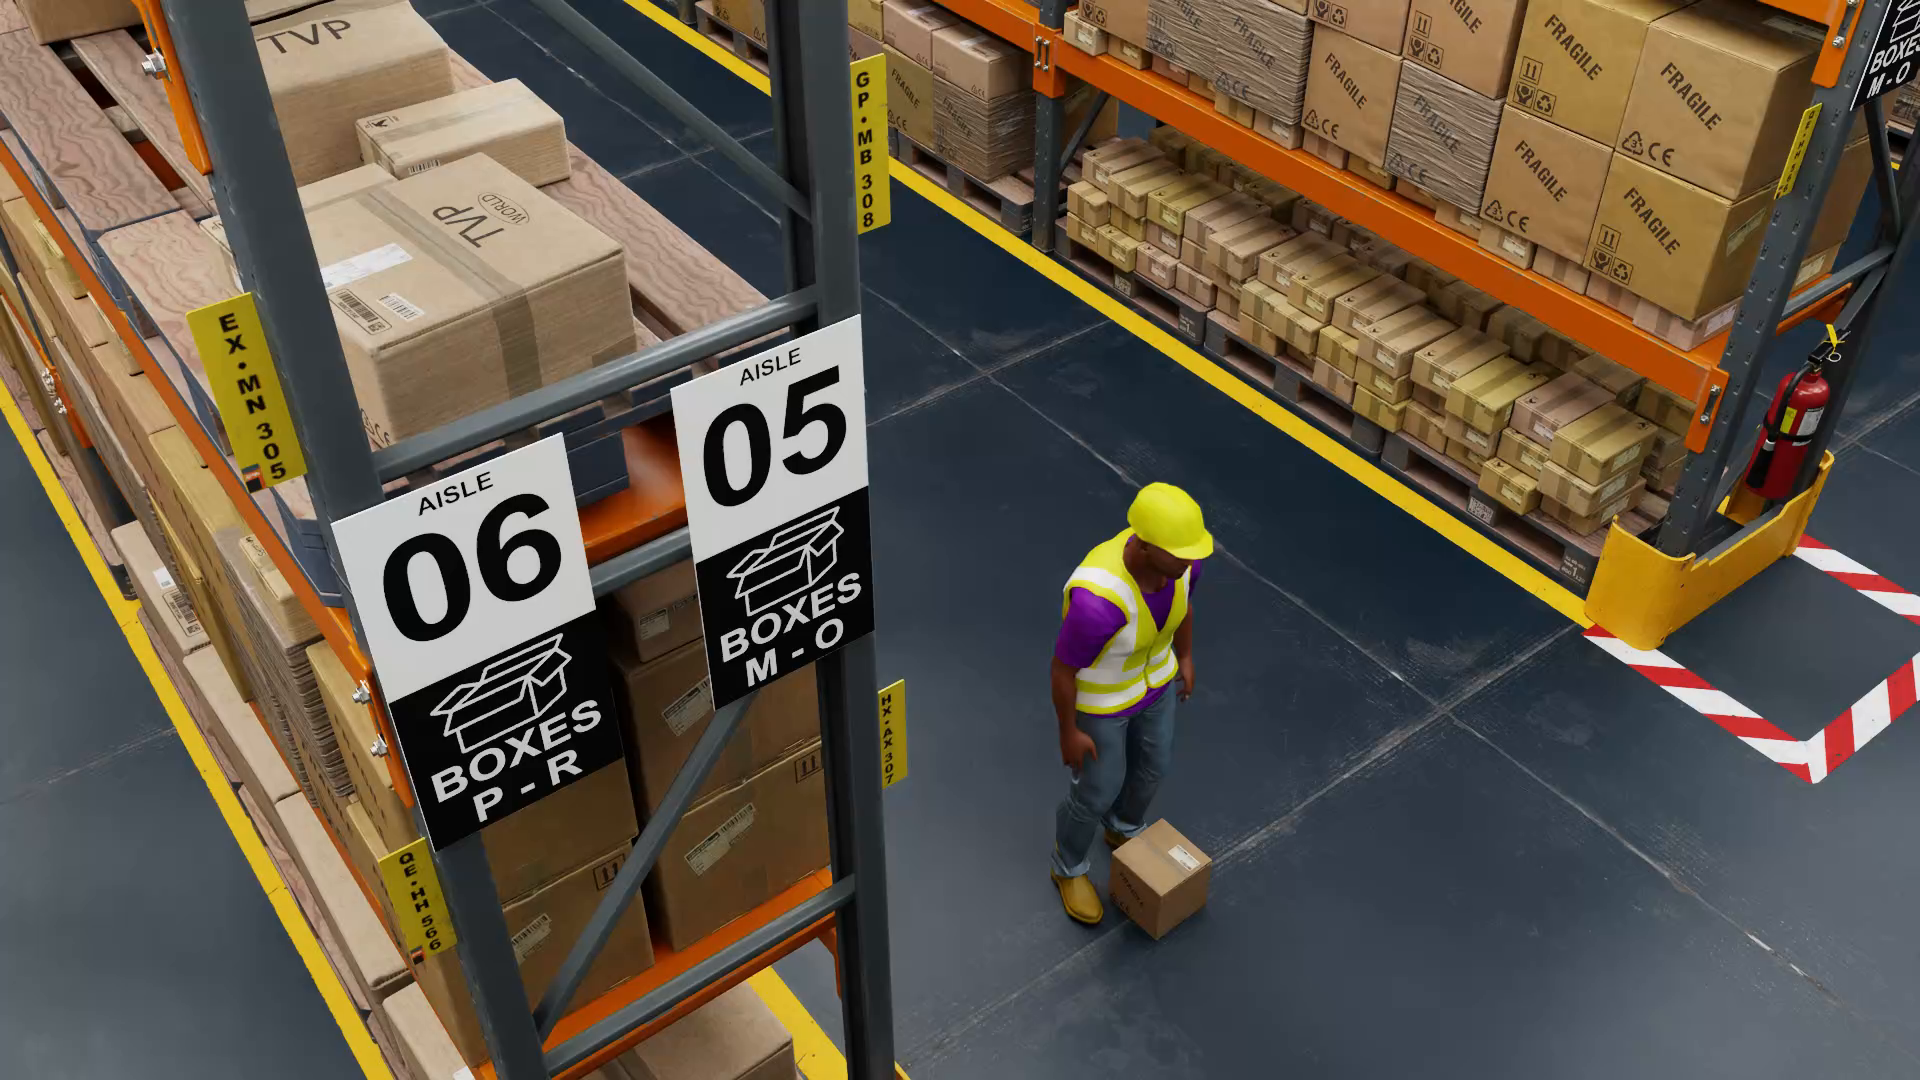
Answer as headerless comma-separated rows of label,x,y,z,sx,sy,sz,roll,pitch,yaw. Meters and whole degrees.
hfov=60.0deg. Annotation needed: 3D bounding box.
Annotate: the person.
person,0.562,0.509,5.538,0.629,1.759,0.460,-29,48,-30
